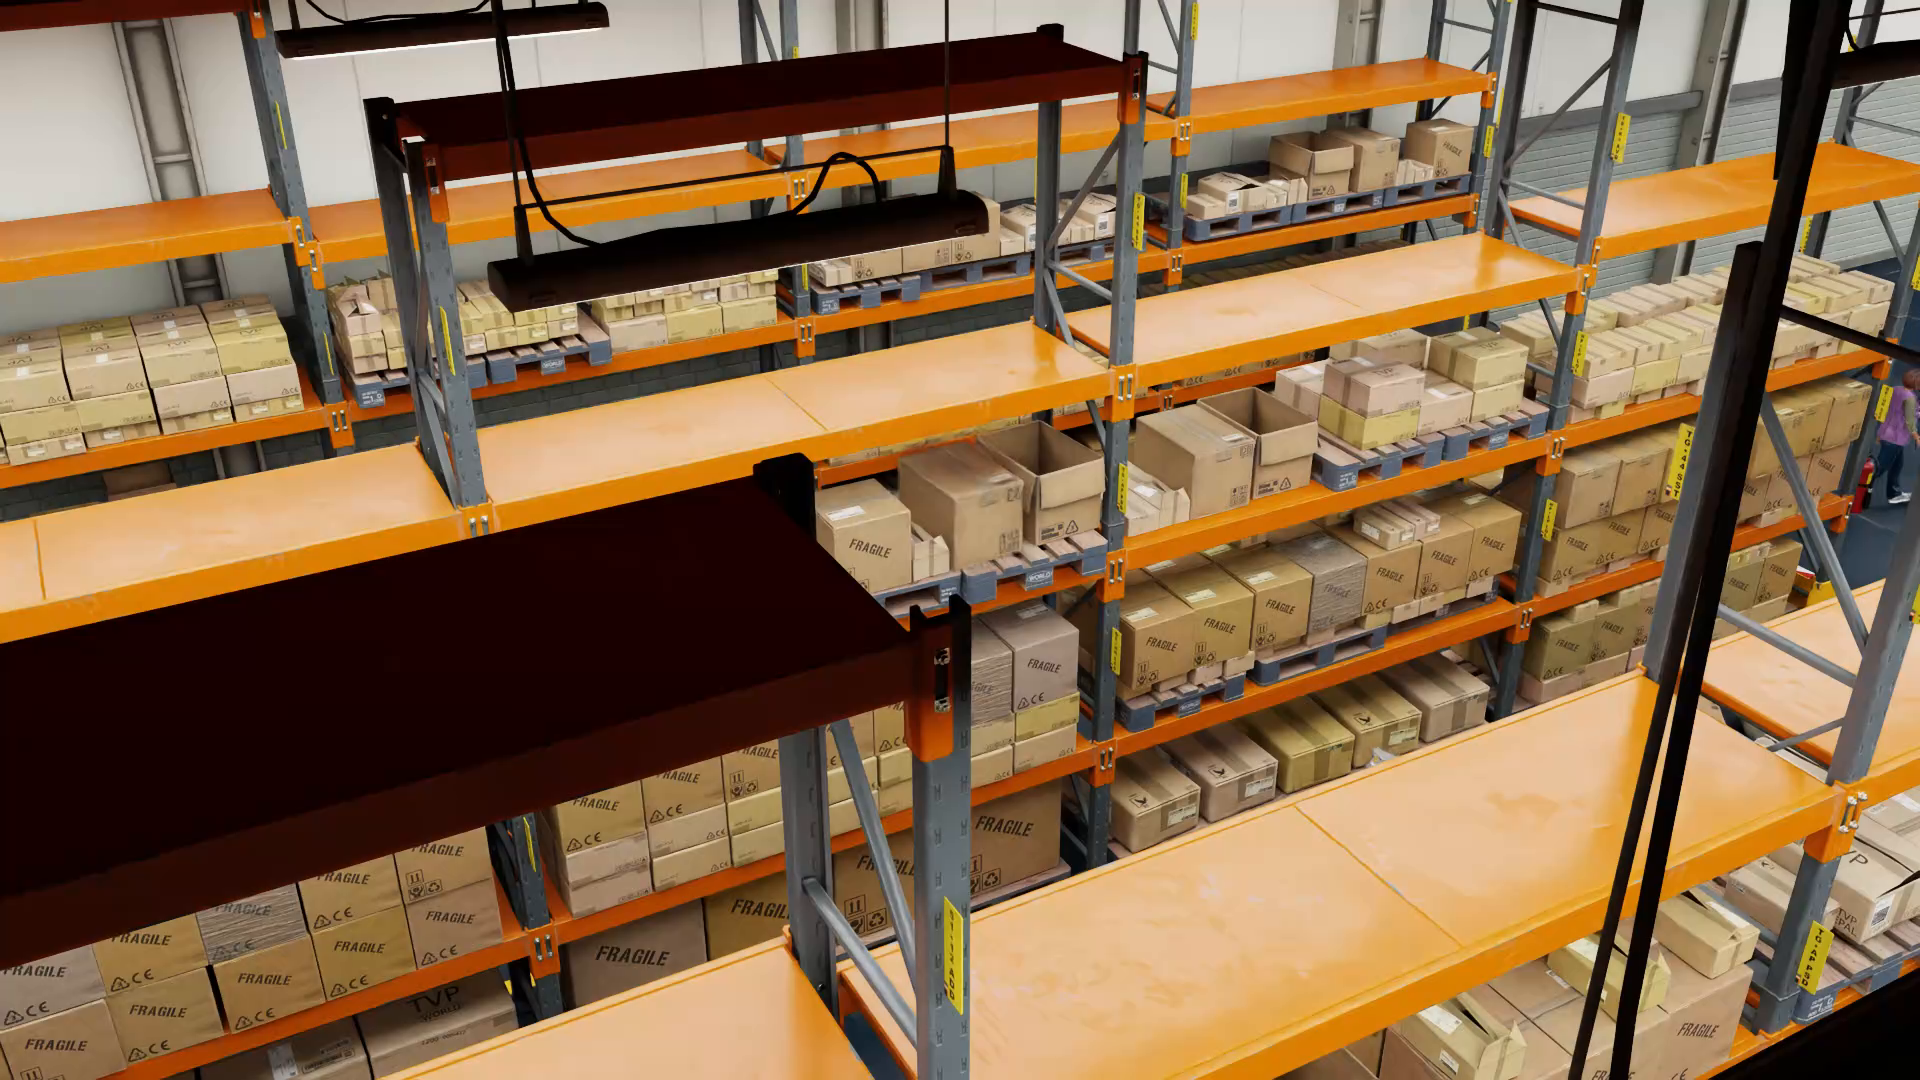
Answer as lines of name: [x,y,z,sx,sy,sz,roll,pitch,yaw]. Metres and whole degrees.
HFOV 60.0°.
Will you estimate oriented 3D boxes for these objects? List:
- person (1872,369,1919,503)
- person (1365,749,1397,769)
person: [9.741,-1.053,17.297,0.803,1.567,0.421,6,29,11]
person: [2.798,2.131,11.226,0.687,1.722,0.489,-22,35,-35]
